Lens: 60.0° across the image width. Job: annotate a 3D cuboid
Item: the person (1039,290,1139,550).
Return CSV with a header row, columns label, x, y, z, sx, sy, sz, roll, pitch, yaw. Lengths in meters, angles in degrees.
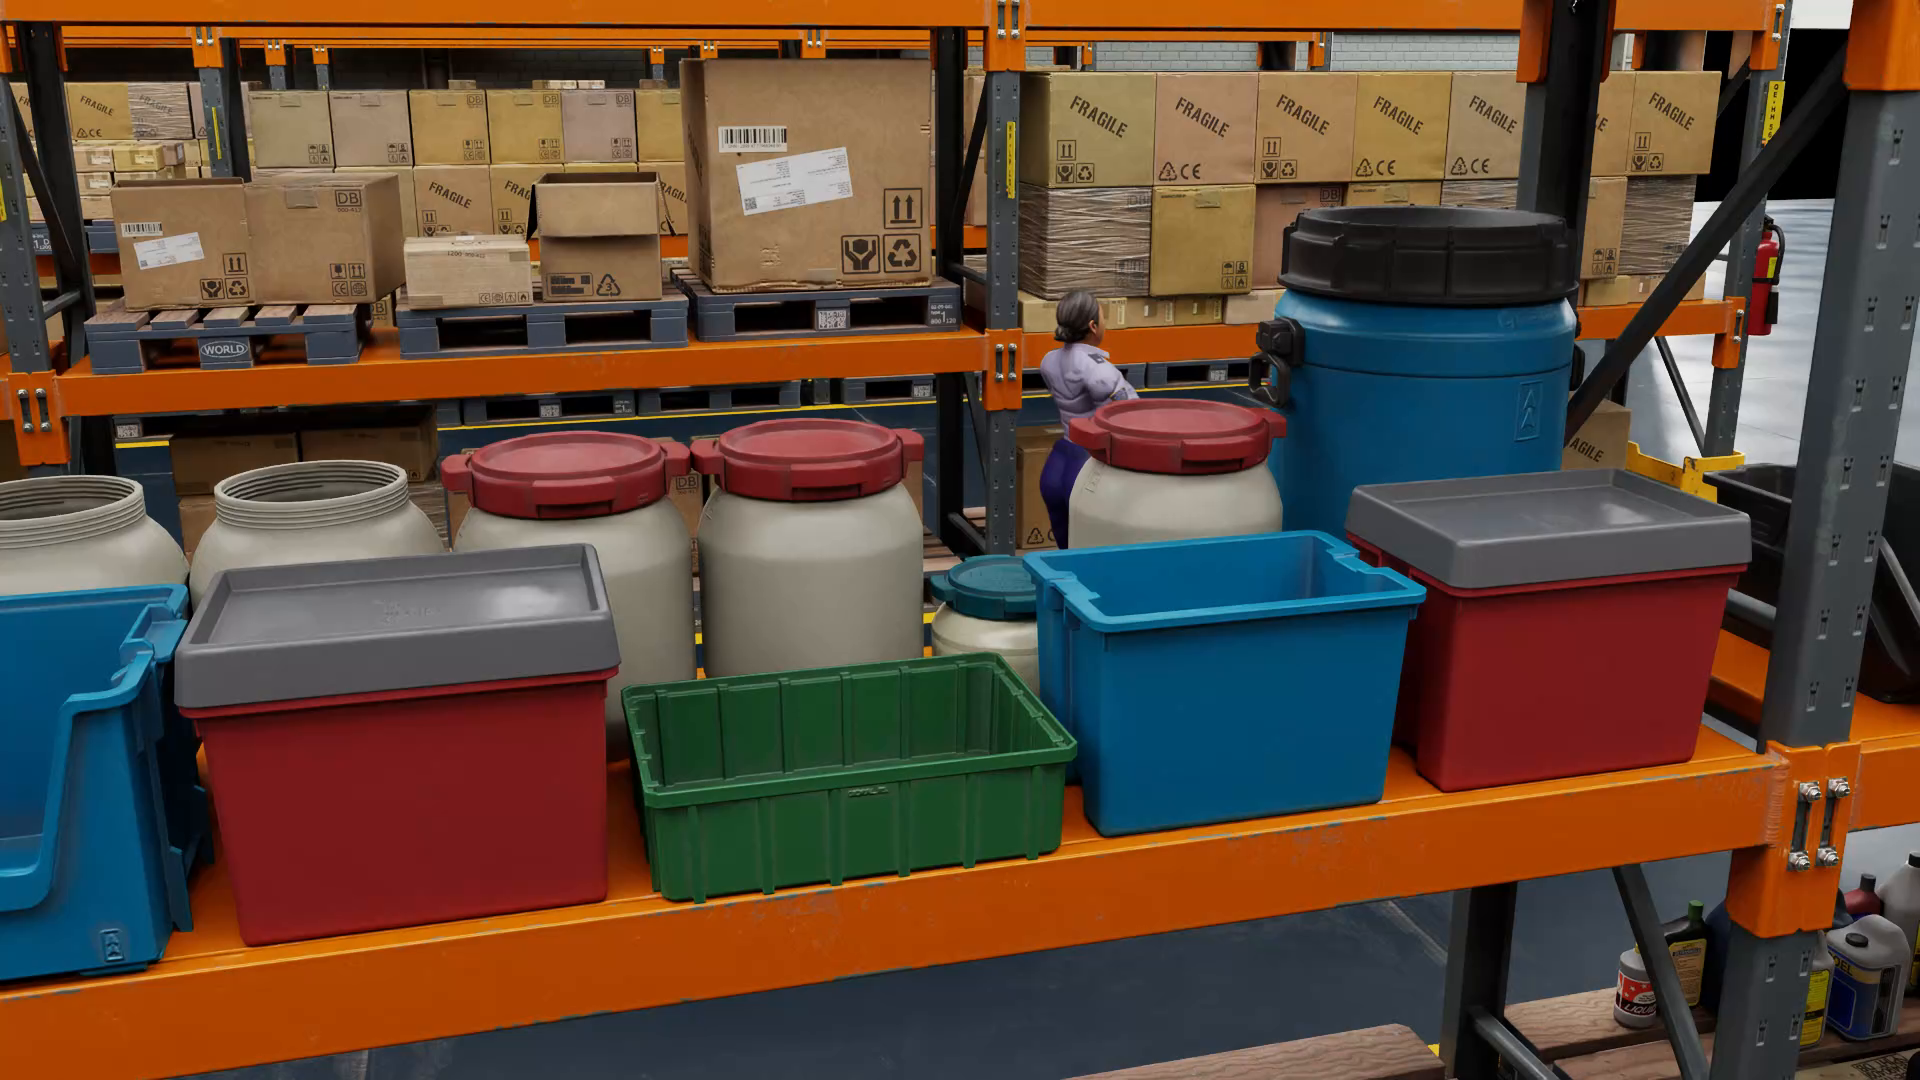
label,x,y,z,sx,sy,sz,roll,pitch,yaw
person,0.600,-0.218,6.834,0.523,1.634,0.452,-10,19,-30
